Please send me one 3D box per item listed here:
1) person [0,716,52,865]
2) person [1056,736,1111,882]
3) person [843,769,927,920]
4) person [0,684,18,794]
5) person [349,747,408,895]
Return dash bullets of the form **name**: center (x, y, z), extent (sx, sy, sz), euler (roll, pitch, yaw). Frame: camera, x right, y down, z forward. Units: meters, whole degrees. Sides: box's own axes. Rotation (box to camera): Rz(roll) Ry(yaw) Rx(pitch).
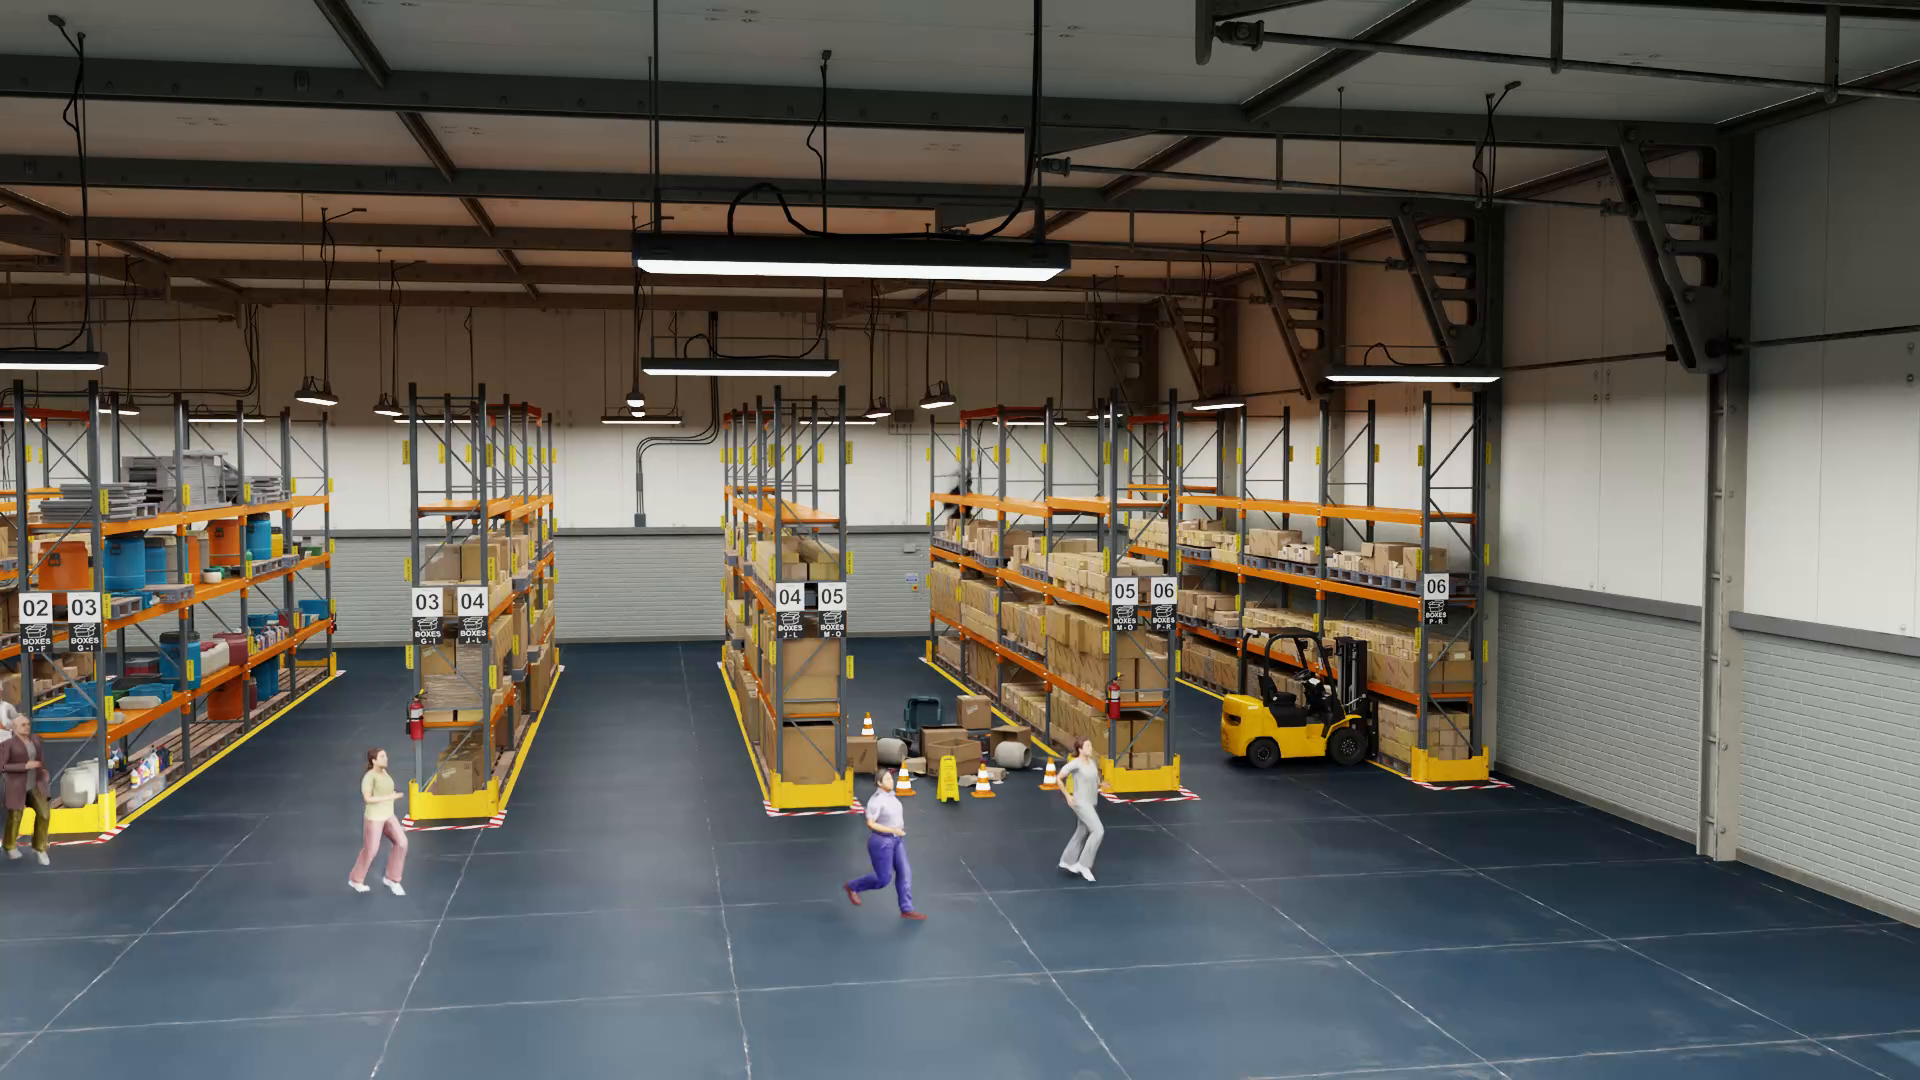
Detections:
- **person**: center (-11.494, 3.075, 20.422), extent (0.788, 1.841, 0.702), euler (2, 3, 32)
- **person**: center (1.470, 3.169, 19.672), extent (0.712, 1.696, 0.535), euler (2, 3, 32)
- **person**: center (-0.793, 3.279, 17.980), extent (0.932, 1.614, 0.621), euler (1, 3, 25)
- **person**: center (-13.822, 2.906, 23.819), extent (0.666, 1.750, 0.930), euler (-1, 3, -23)
- **person**: center (-6.631, 3.207, 18.907), extent (0.727, 1.729, 0.596), euler (1, 3, 15)
